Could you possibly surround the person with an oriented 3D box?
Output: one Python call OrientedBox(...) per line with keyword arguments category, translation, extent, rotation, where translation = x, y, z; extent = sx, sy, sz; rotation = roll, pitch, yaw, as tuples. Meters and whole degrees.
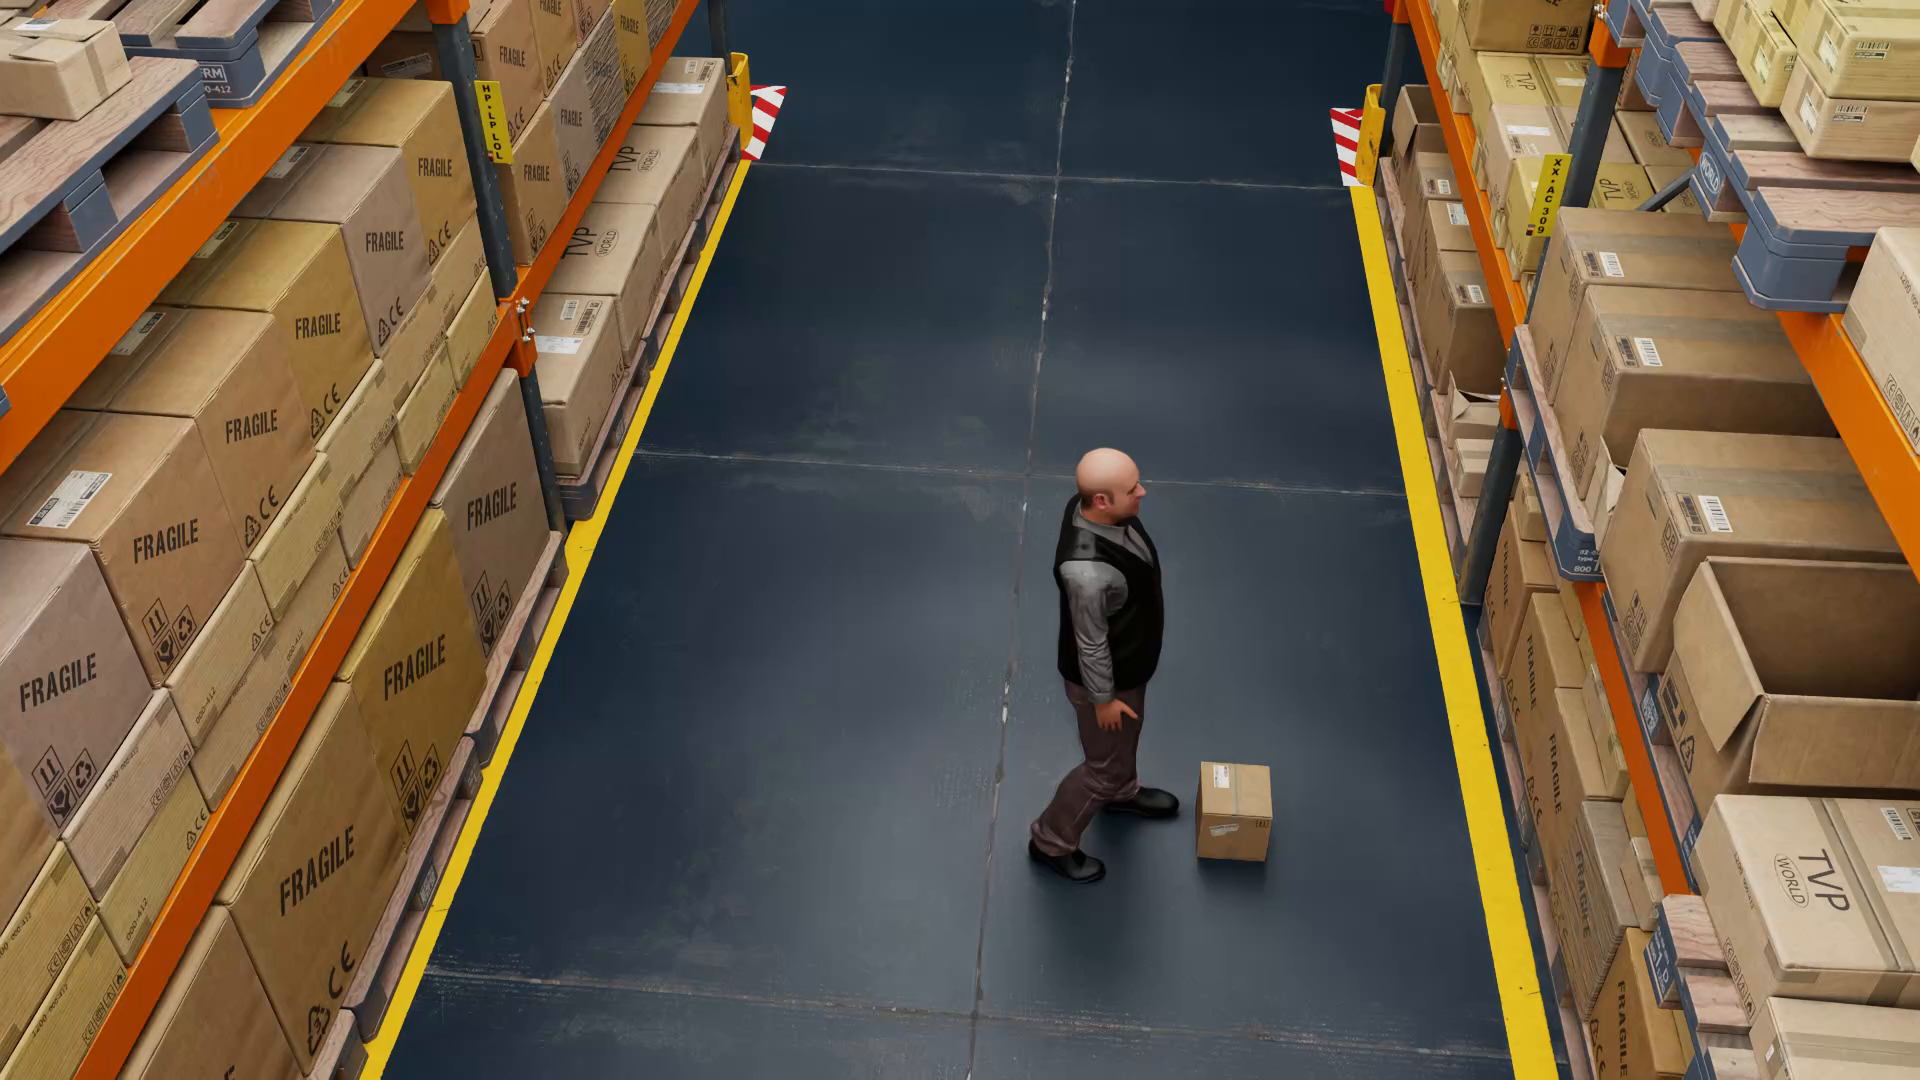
OrientedBox(category="person", translation=(0.544, 0.420, 5.686), extent=(0.524, 1.746, 0.576), rotation=(7, 40, 8))
